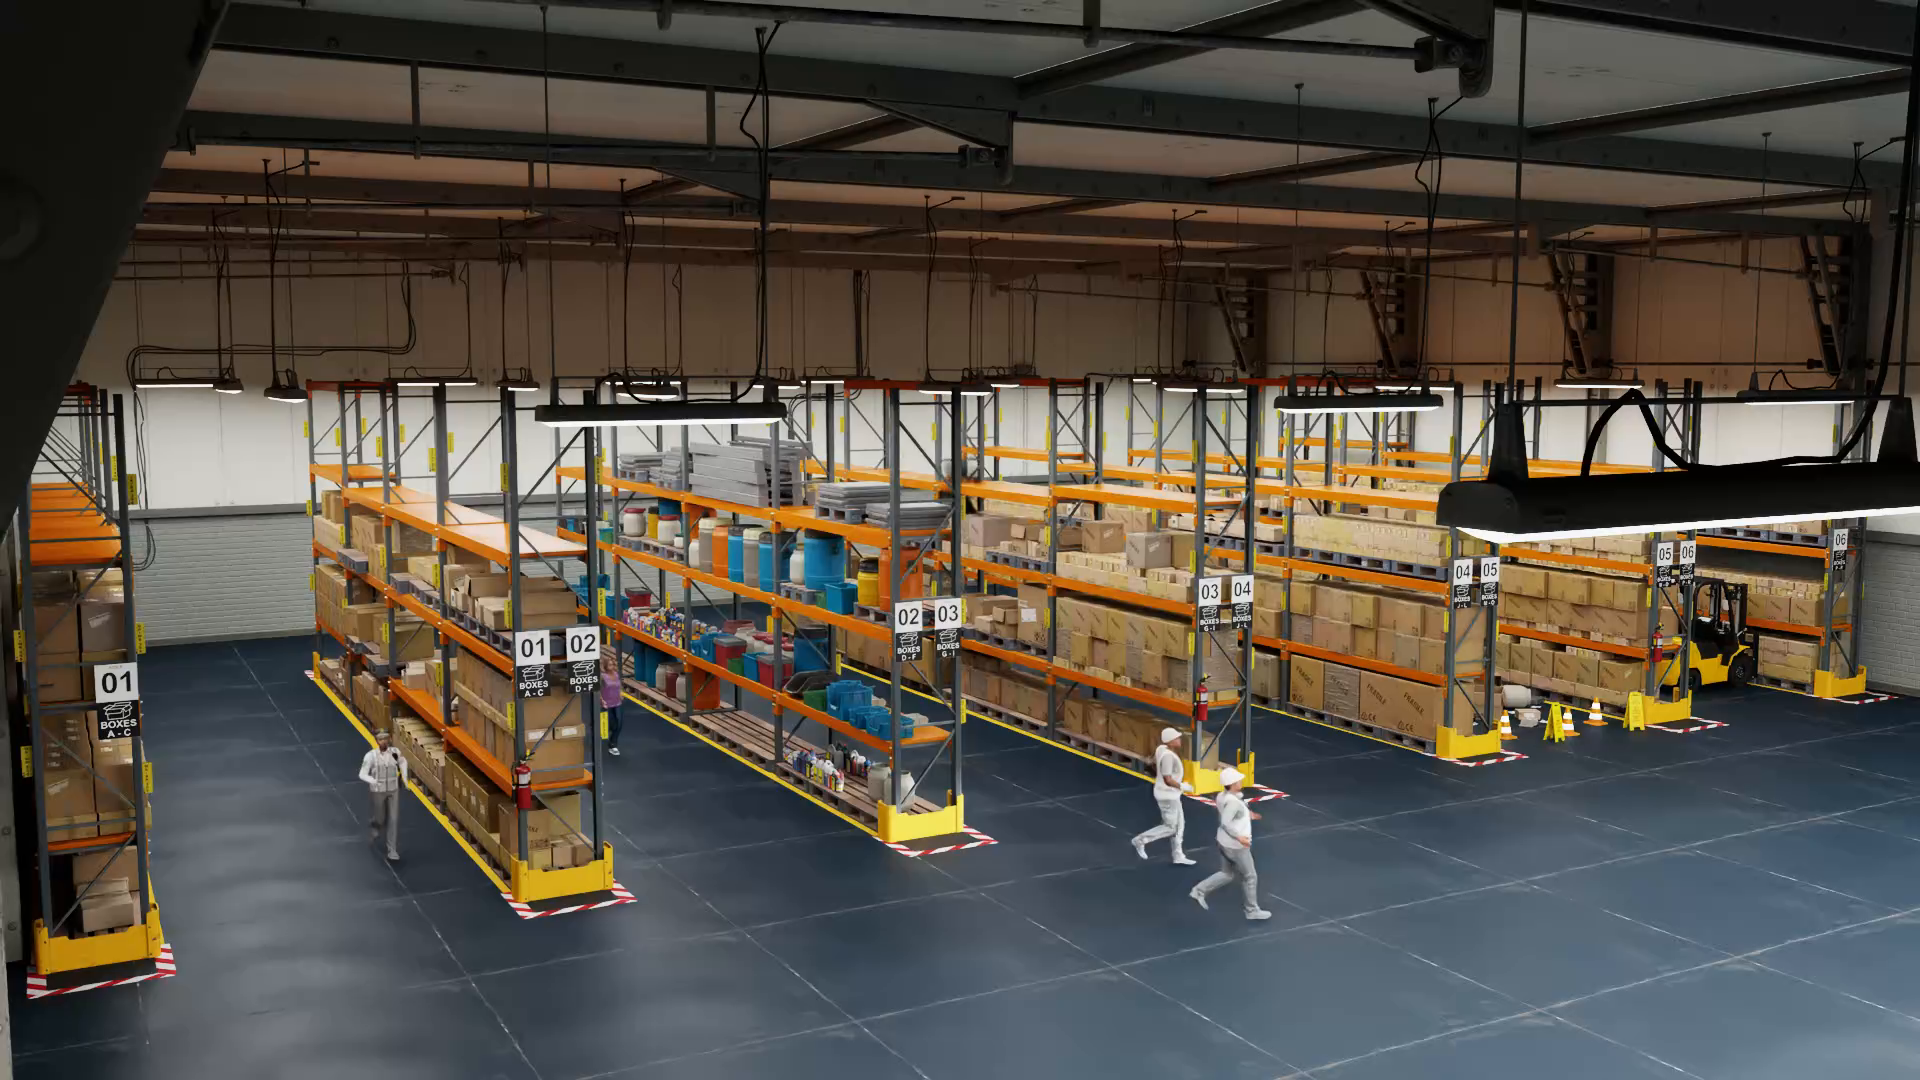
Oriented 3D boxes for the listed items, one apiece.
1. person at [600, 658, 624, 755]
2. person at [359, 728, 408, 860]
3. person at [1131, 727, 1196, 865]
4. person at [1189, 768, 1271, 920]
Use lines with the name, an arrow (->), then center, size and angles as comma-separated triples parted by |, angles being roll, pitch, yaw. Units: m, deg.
person -> -5.709, 2.693, 27.053 | 0.537, 1.560, 0.590 | -6, 8, -43
person -> -7.380, 3.224, 21.397 | 0.630, 1.656, 0.949 | -4, 7, -30
person -> 2.569, 3.238, 20.979 | 0.856, 1.775, 0.689 | 0, 6, -1
person -> 3.087, 3.445, 18.865 | 0.930, 1.750, 0.666 | -1, 6, -9
